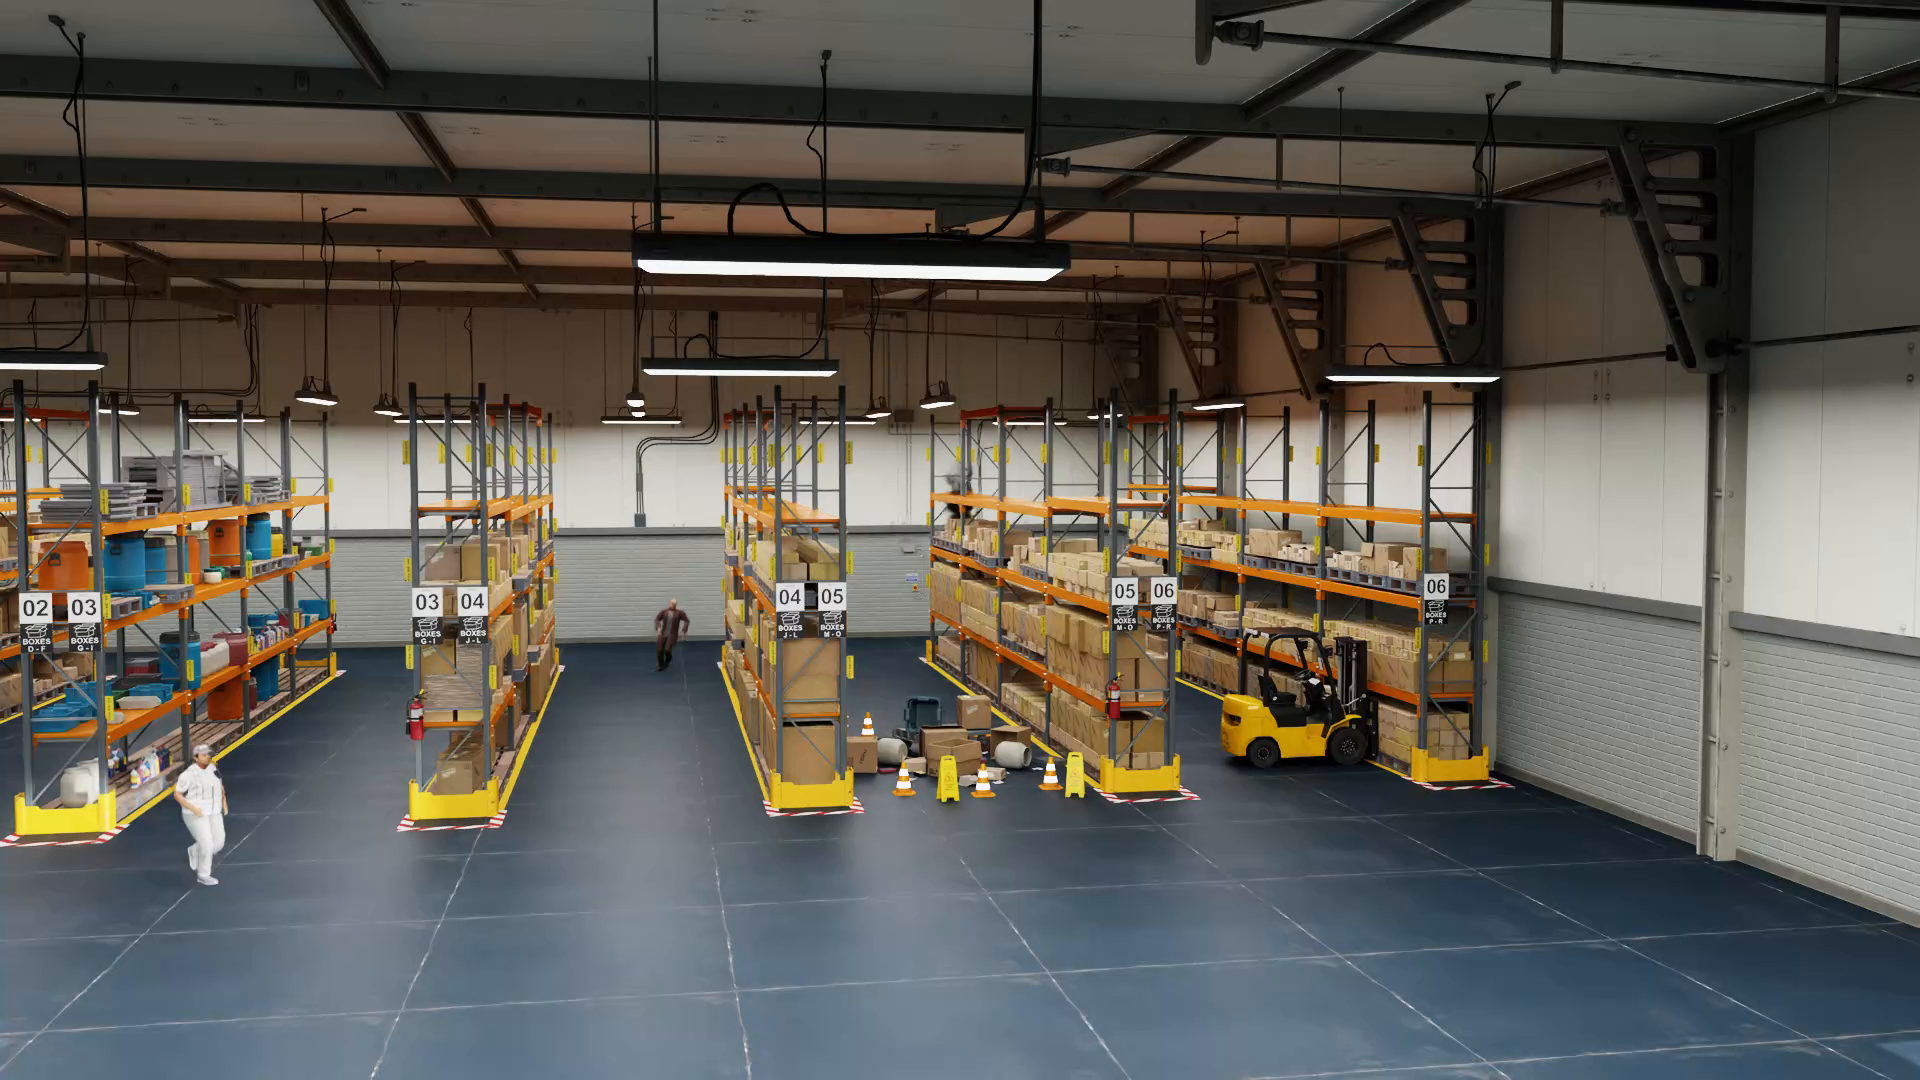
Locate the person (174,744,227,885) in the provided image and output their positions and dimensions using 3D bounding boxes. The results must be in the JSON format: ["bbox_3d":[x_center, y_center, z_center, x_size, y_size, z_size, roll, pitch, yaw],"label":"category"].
[{"bbox_3d":[-8.931,3.202,19.525,0.611,1.625,0.644,1,3,26],"label":"person"}]

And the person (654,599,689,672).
[{"bbox_3d":[-6.708,2.212,38.540,0.802,1.701,0.565,0,3,5],"label":"person"}]
